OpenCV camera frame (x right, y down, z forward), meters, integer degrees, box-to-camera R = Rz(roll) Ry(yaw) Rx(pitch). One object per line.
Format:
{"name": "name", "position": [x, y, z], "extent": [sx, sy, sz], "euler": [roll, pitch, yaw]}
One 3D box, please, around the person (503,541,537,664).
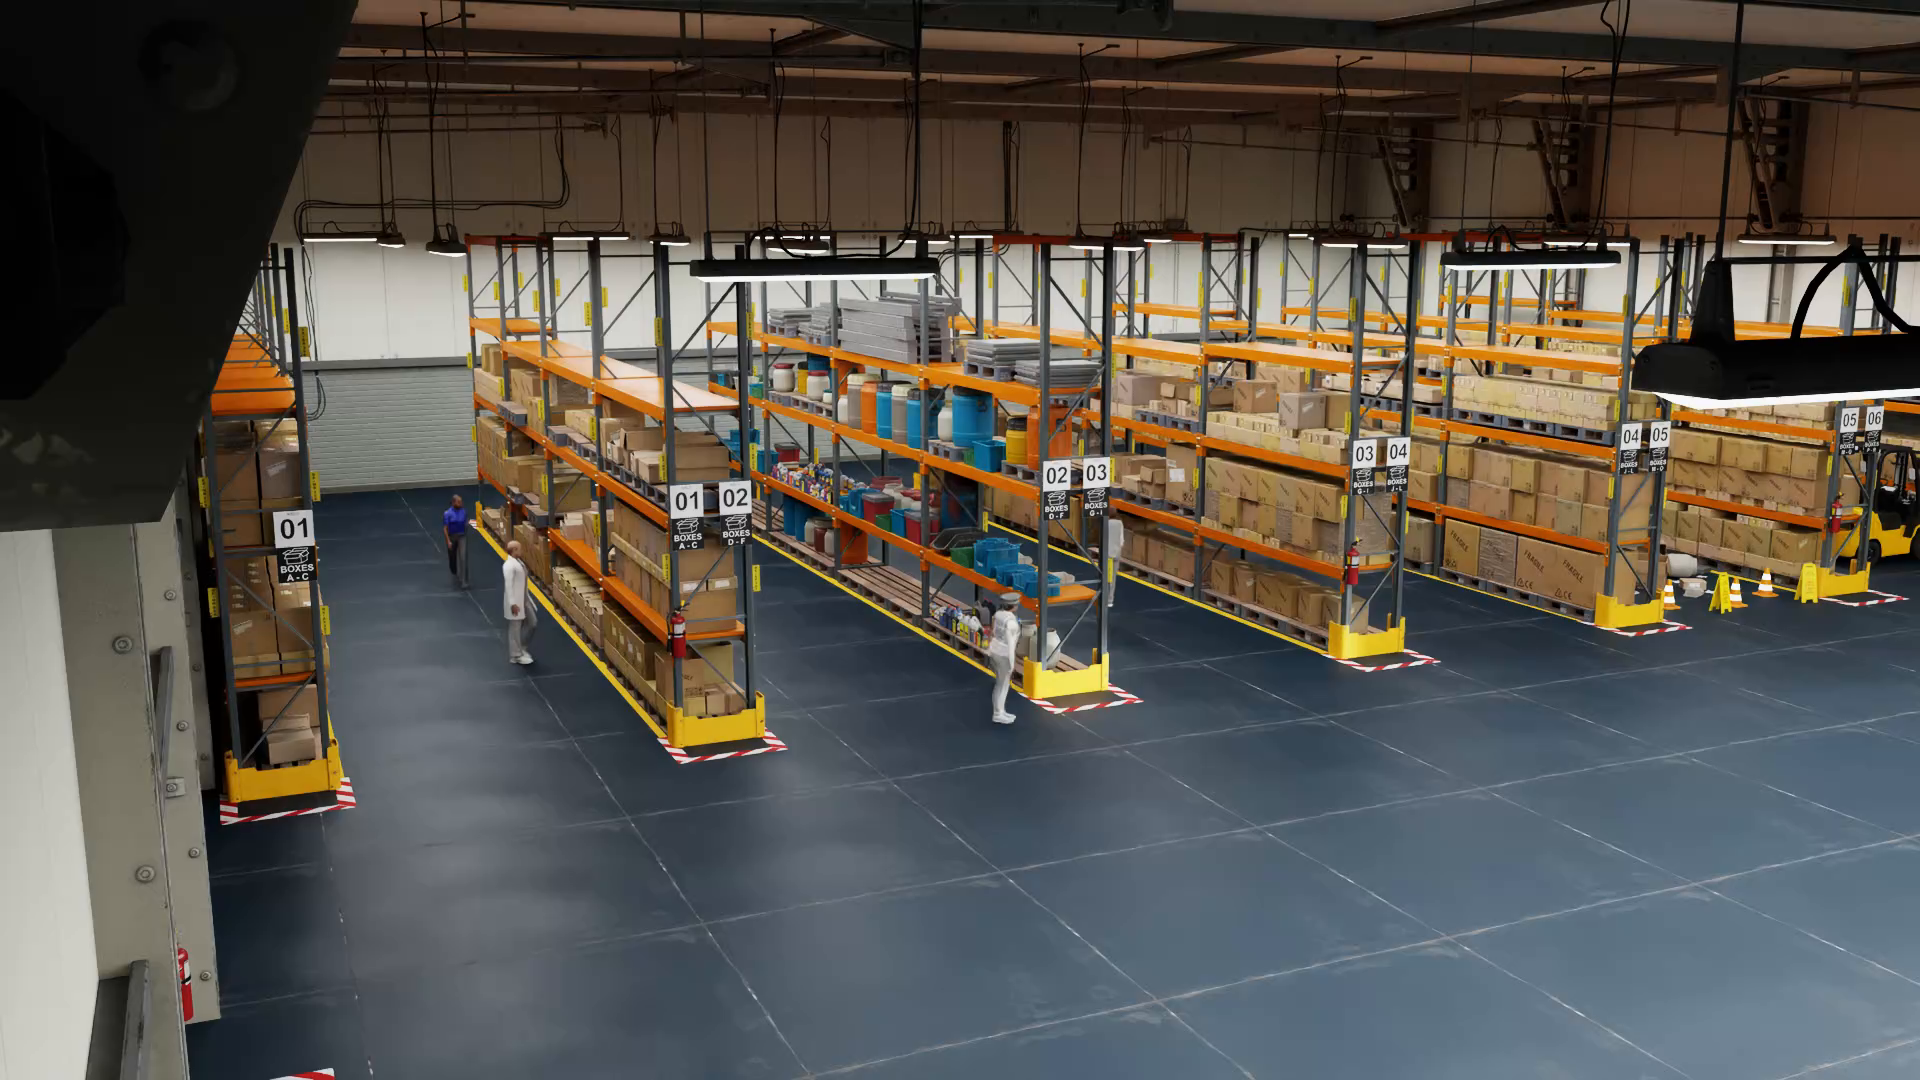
{"name": "person", "position": [-6.366, 0.898, 23.901], "extent": [0.490, 1.798, 0.634], "euler": [3, 11, 15]}

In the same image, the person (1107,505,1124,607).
{"name": "person", "position": [2.366, 0.274, 26.037], "extent": [0.386, 1.641, 0.390], "euler": [2, 11, 11]}

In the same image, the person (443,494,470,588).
{"name": "person", "position": [-8.749, -0.006, 28.902], "extent": [0.409, 1.610, 0.941], "euler": [-3, 11, -16]}

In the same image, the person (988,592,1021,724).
{"name": "person", "position": [0.575, 1.494, 21.093], "extent": [0.373, 1.673, 0.516], "euler": [-4, 12, -21]}
